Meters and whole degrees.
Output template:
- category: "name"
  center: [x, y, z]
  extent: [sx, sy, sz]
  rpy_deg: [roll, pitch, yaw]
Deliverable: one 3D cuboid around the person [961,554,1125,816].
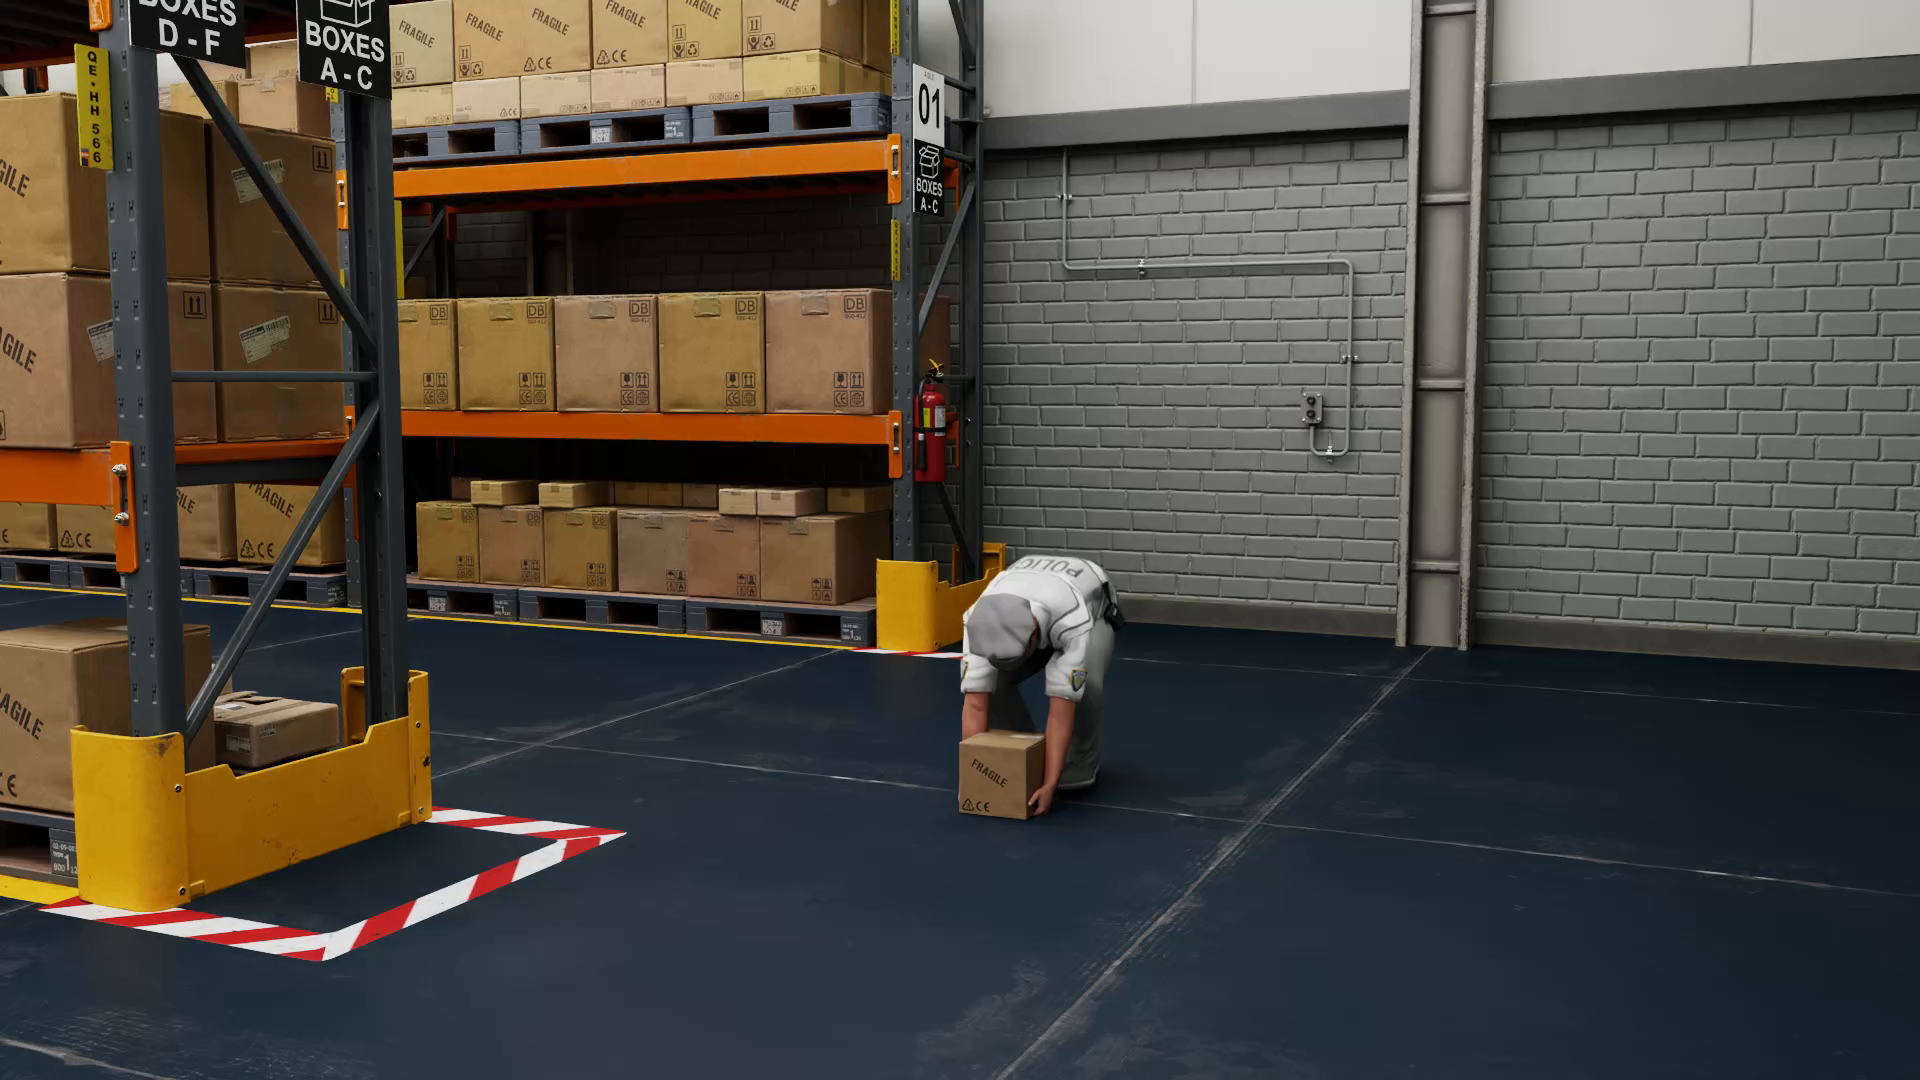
- category: "person"
  center: [0.276, 0.506, 6.079]
  extent: [0.524, 0.865, 1.031]
  rpy_deg: [2, 6, 22]
